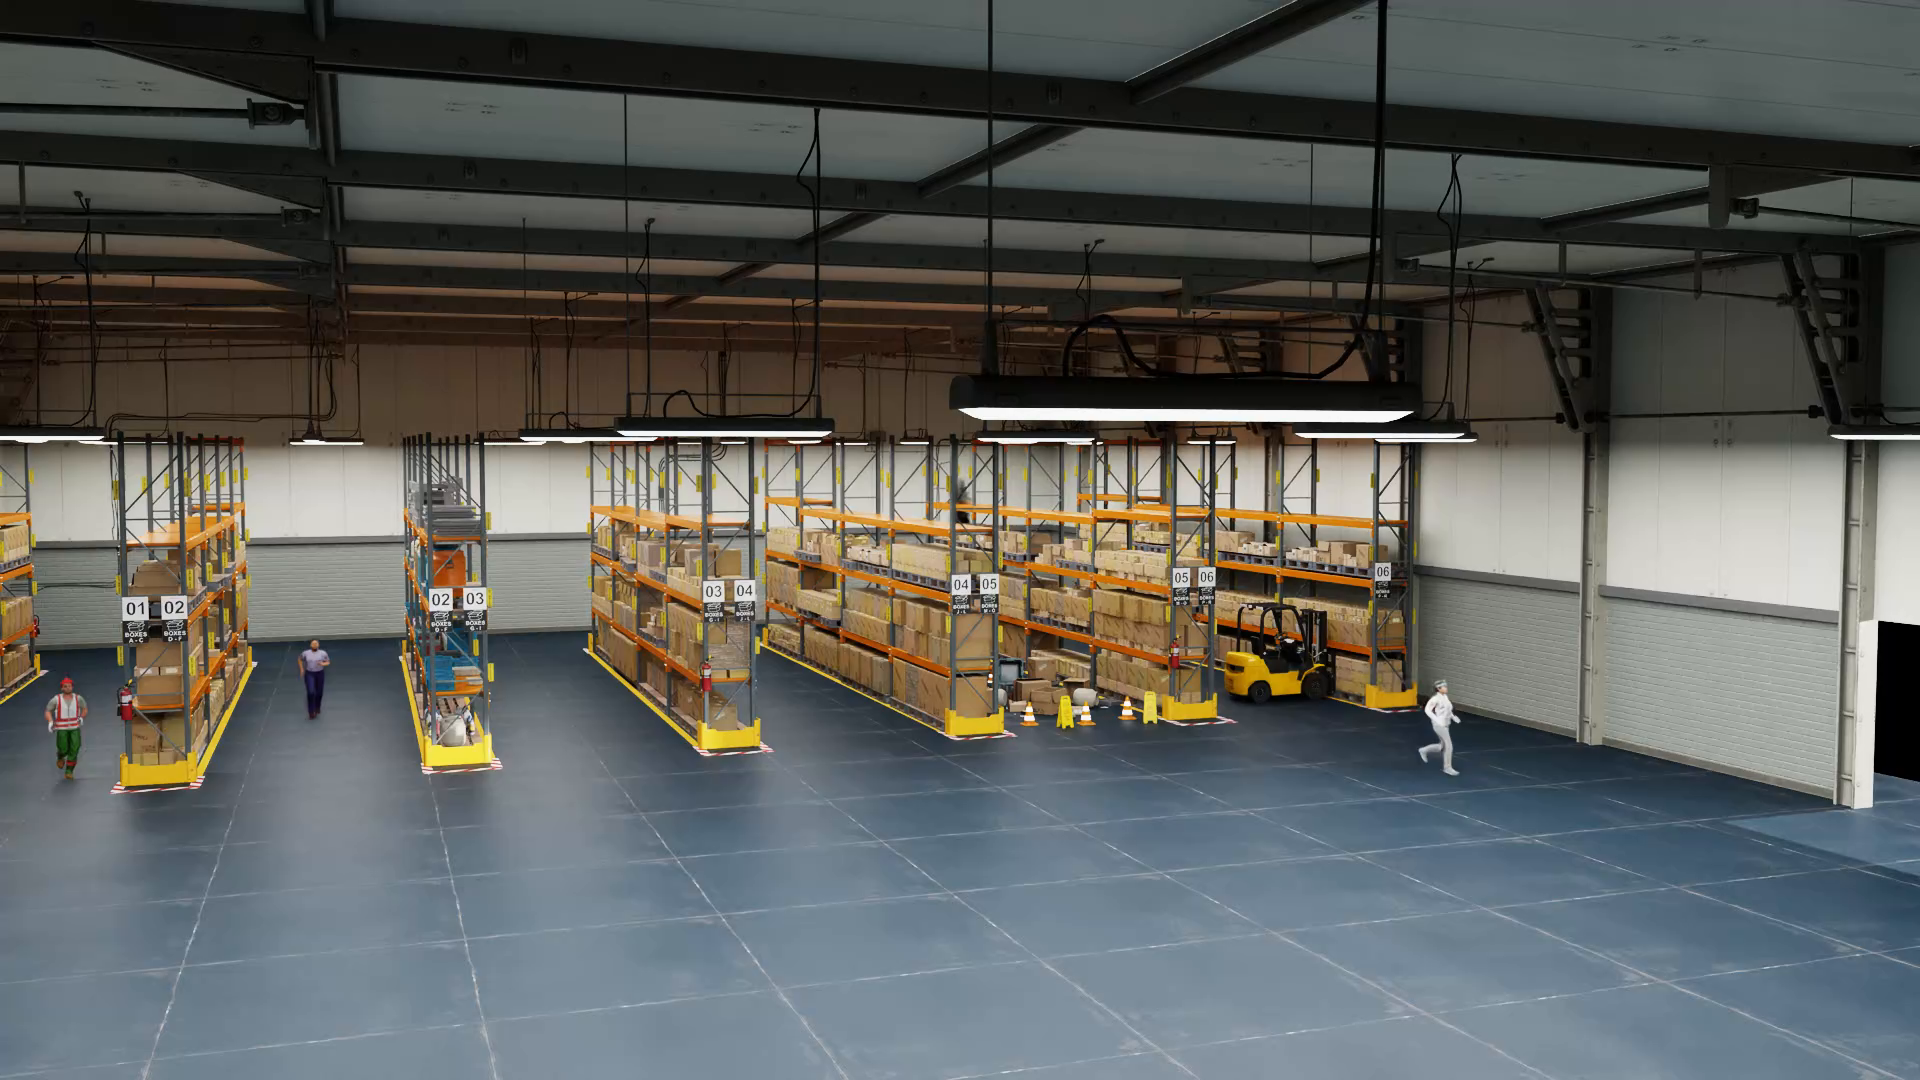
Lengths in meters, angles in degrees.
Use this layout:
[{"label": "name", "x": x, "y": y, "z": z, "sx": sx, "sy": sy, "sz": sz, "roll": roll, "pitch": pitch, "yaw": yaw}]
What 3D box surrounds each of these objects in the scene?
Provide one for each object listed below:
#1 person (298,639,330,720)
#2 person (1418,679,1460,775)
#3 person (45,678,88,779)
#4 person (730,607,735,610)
[{"label": "person", "x": -13.713, "y": 2.956, "z": 35.317, "sx": 0.564, "sy": 1.688, "sz": 0.767, "roll": -2, "pitch": 4, "yaw": -31}, {"label": "person", "x": 8.444, "y": 3.280, "z": 29.272, "sx": 0.739, "sy": 1.682, "sz": 0.618, "roll": 2, "pitch": 4, "yaw": 38}, {"label": "person", "x": -15.432, "y": 3.262, "z": 28.778, "sx": 0.656, "sy": 1.743, "sz": 0.603, "roll": -2, "pitch": 4, "yaw": -37}, {"label": "person", "x": -6.747, "y": 2.295, "z": 47.280, "sx": 0.680, "sy": 1.620, "sz": 0.535, "roll": 0, "pitch": 3, "yaw": 8}]
